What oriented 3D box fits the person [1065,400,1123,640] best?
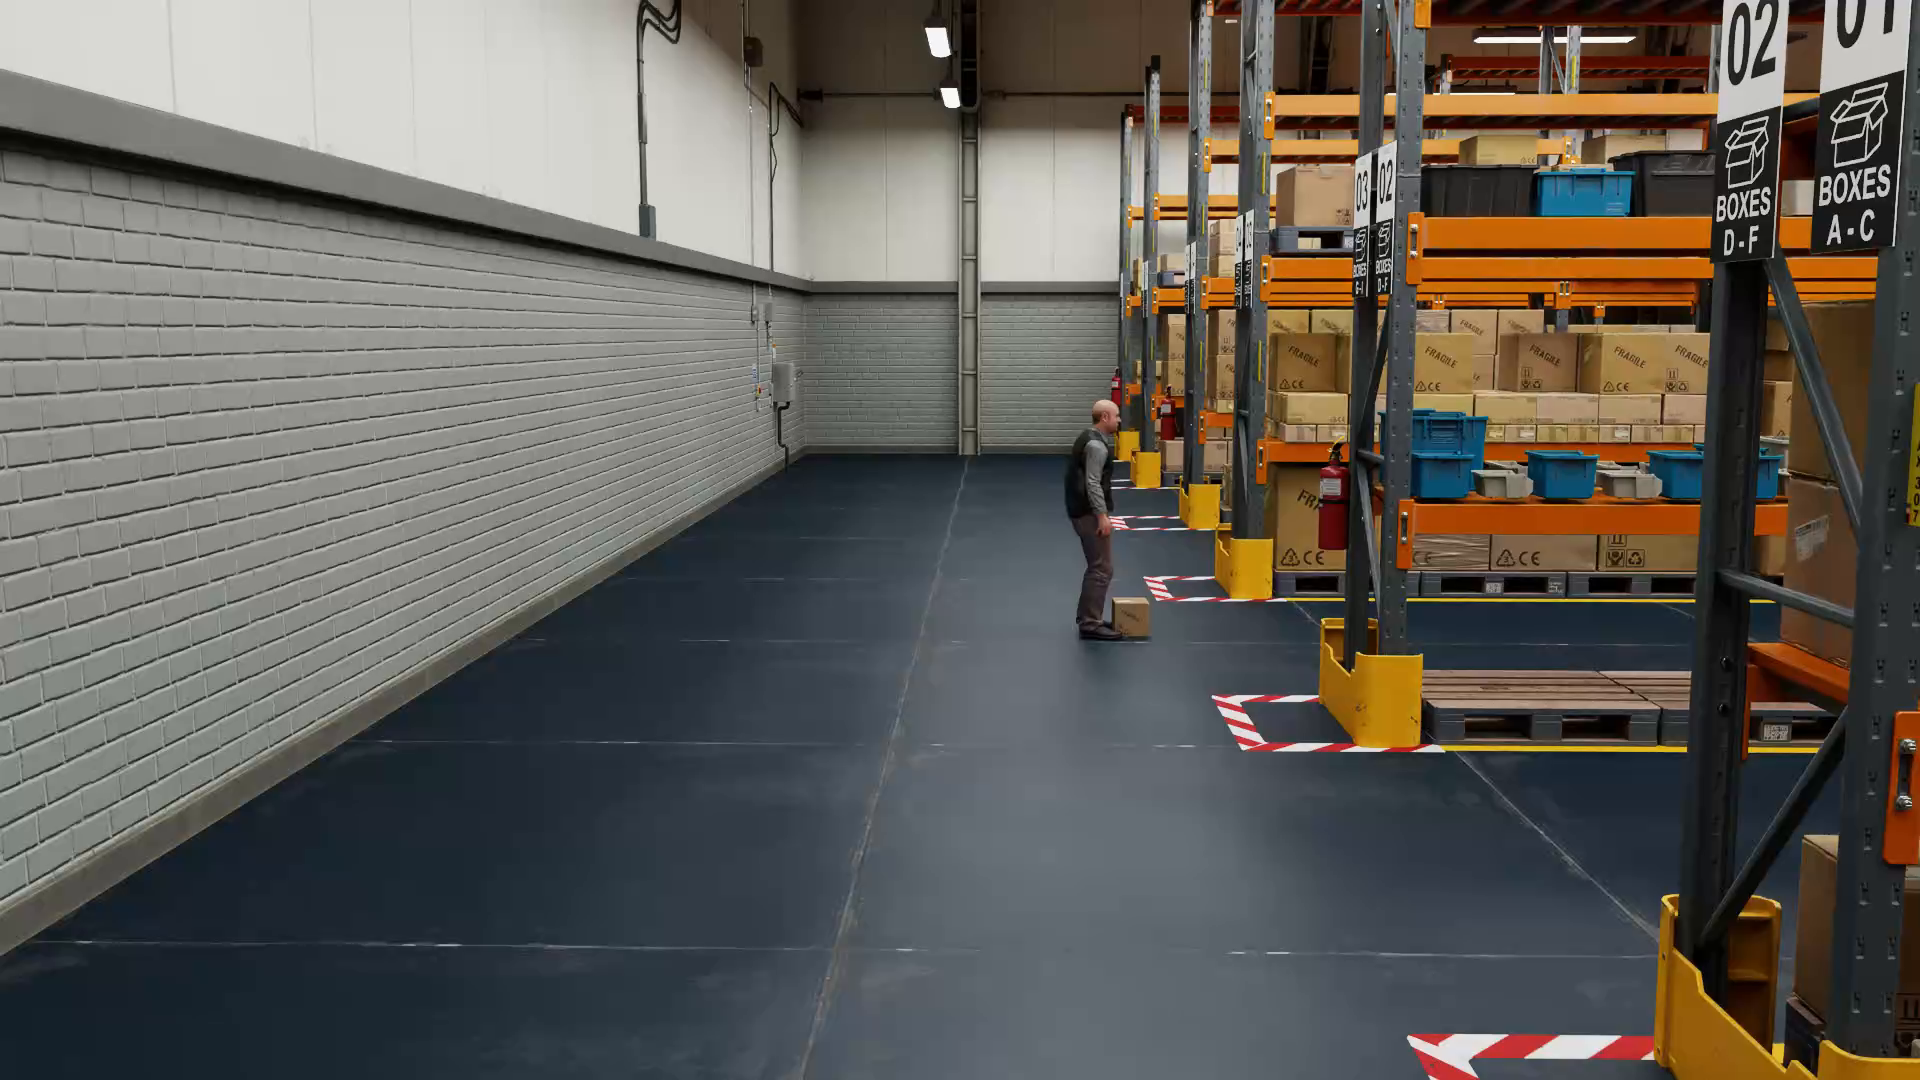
[{"bbox_3d":[0.974,-0.162,12.150,0.418,1.721,0.581,0,7,2],"label":"person"}]
